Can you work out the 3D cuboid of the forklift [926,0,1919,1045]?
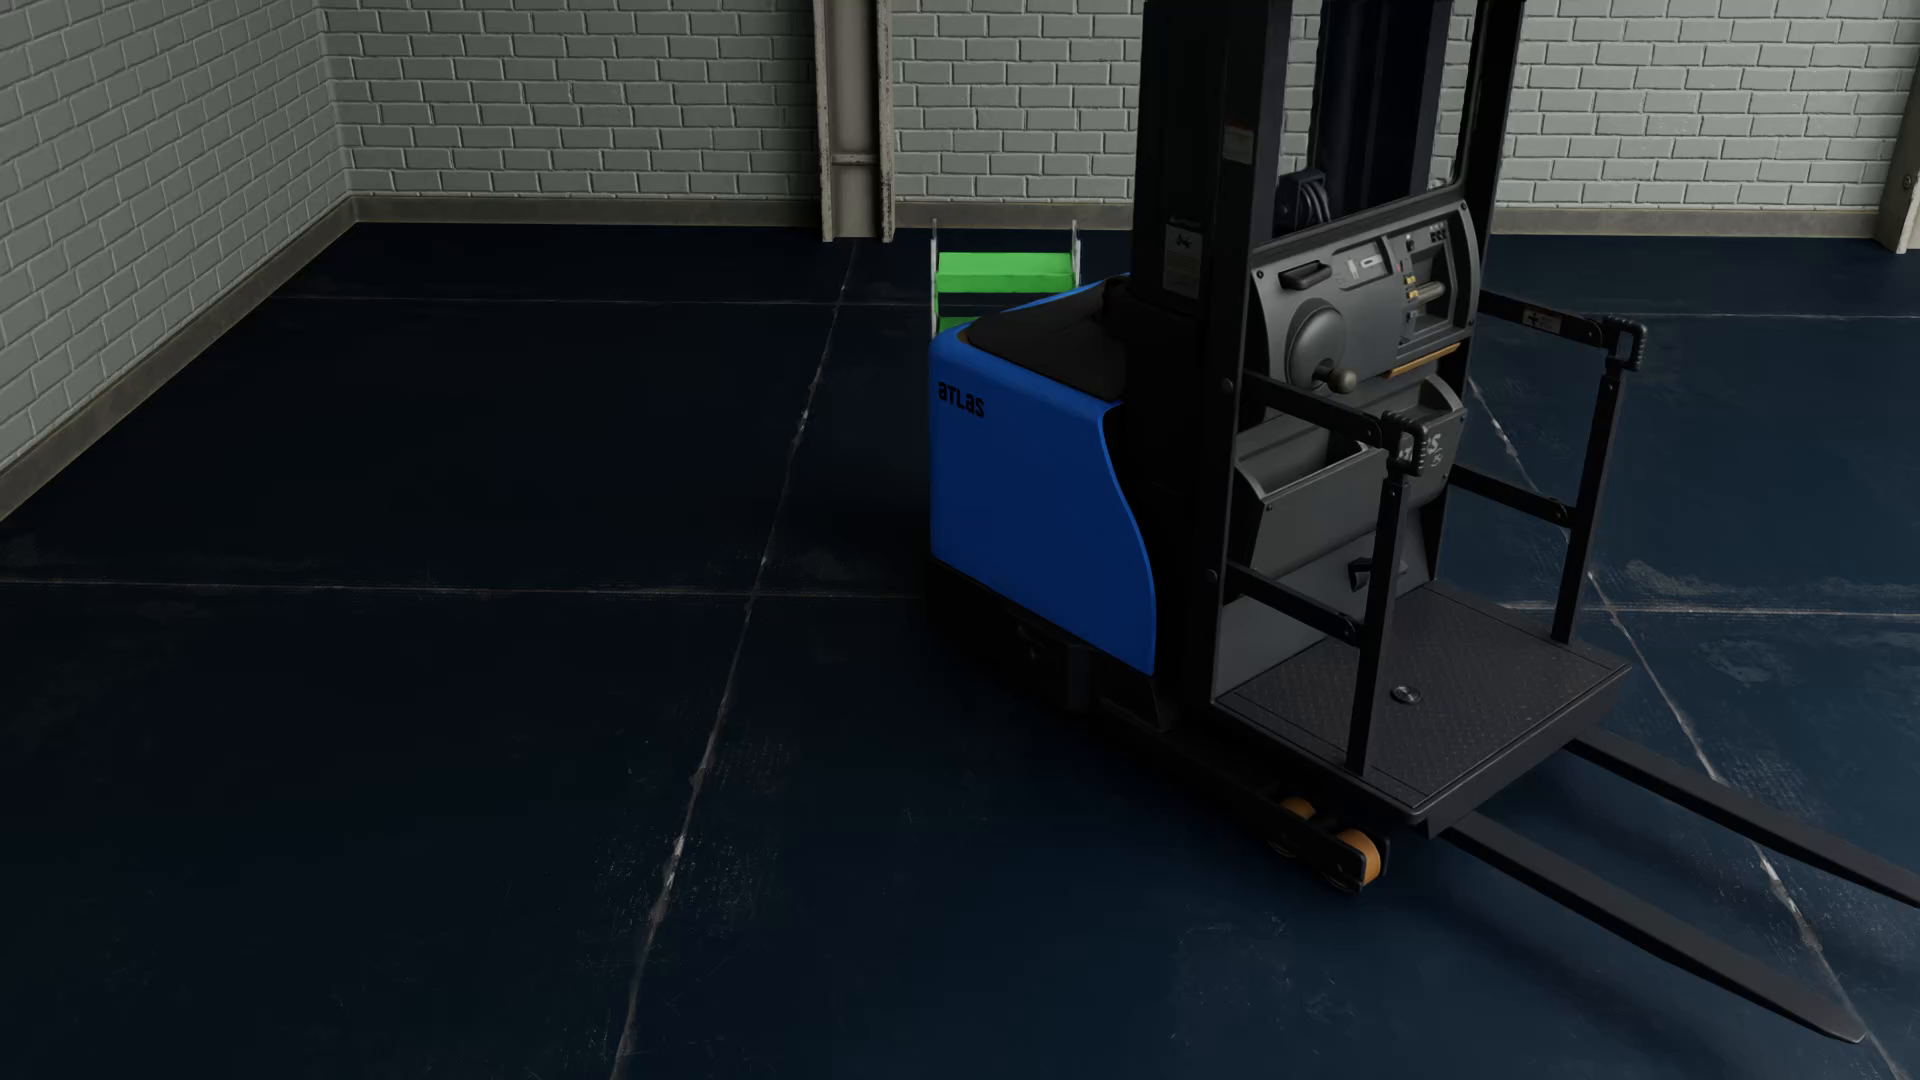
[{"bbox_3d":[1.235,-0.620,4.291,1.130,2.935,3.031,-22,35,-36],"label":"forklift"}]

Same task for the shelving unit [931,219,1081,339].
[{"bbox_3d":[0.155,-0.532,5.972,0.503,1.200,0.258,0,28,1],"label":"shelving unit"}]

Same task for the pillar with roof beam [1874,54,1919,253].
[{"bbox_3d":[5.263,-3.627,3.484,0.400,9.000,9.100,1,28,2],"label":"pillar with roof beam"}]

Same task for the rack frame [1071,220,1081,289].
[{"bbox_3d":[0.399,-0.530,5.969,0.015,1.200,0.240,0,28,1],"label":"rack frame"}]

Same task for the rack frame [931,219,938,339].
[{"bbox_3d":[-0.089,-0.533,5.974,0.015,1.200,0.240,0,28,1],"label":"rack frame"}]

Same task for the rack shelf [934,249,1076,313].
[{"bbox_3d":[0.155,-0.899,5.777,0.480,0.148,0.258,0,28,1],"label":"rack shelf"}]

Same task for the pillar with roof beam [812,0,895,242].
[{"bbox_3d":[-0.733,-3.726,3.671,0.400,9.000,9.100,1,28,2],"label":"pillar with roof beam"}]

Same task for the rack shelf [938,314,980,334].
[{"bbox_3d":[0.155,-0.687,5.889,0.480,0.148,0.258,0,28,1],"label":"rack shelf"}]
